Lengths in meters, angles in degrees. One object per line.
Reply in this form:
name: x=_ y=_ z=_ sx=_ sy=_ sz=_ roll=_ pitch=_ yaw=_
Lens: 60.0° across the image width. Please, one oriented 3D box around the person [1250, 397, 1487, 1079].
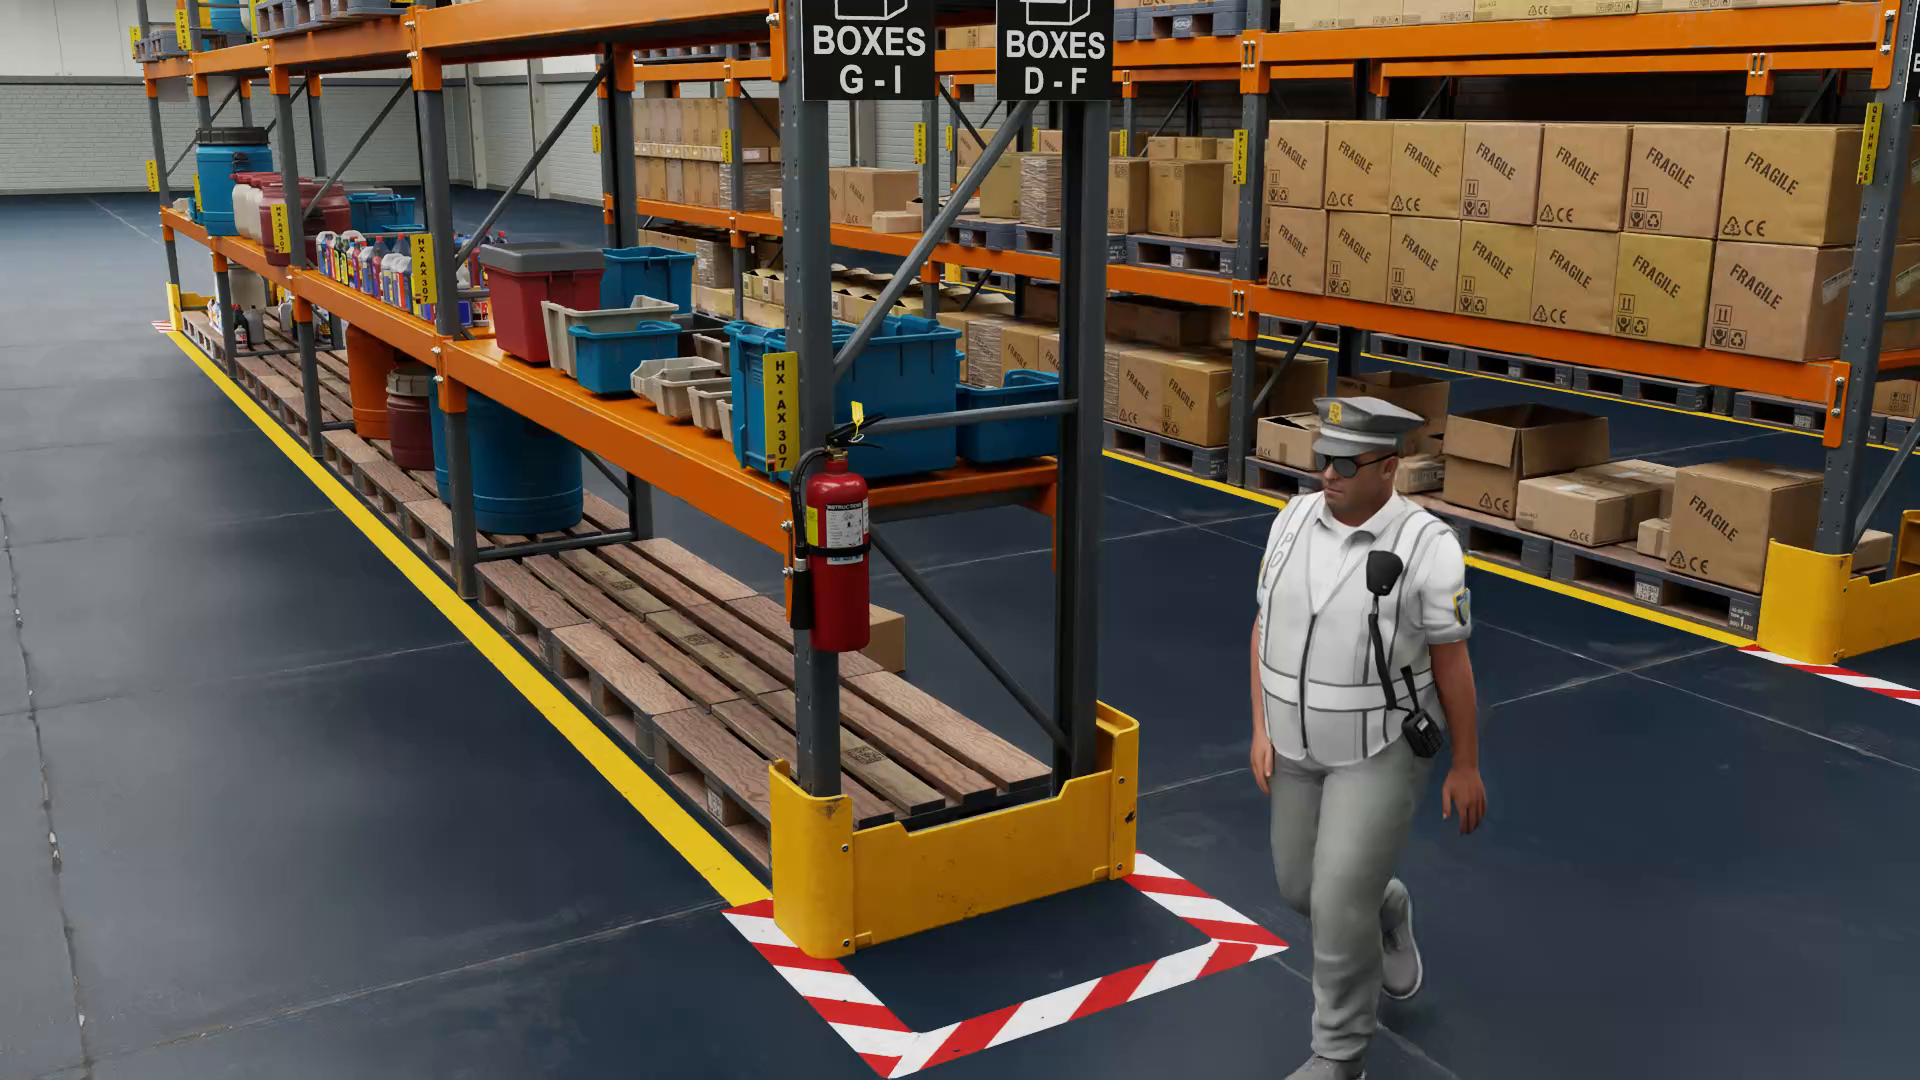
person: x=1.002 y=0.484 z=4.141 sx=0.821 sy=1.720 sz=0.594 roll=-12 pitch=19 yaw=-39
